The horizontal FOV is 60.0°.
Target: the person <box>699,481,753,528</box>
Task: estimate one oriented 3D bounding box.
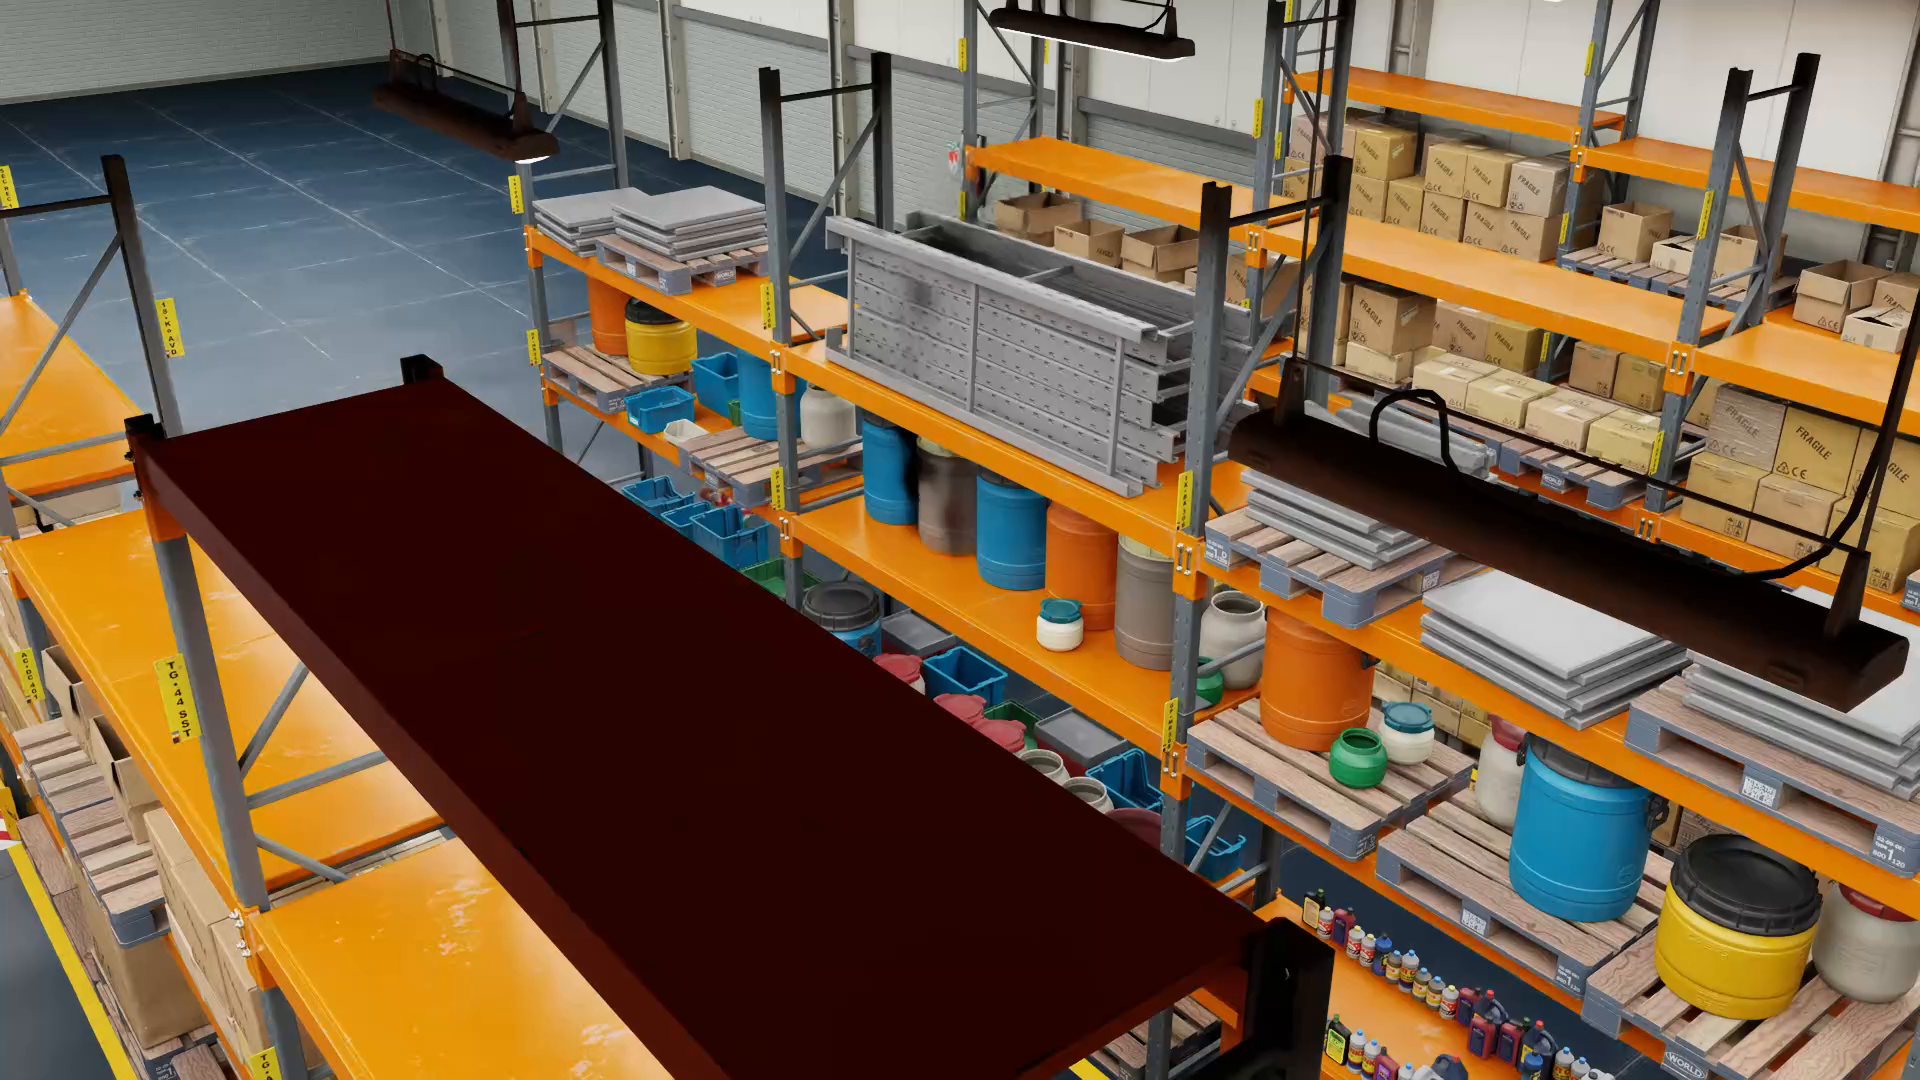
[{"bbox_3d":[-2.262,-0.286,16.901,0.798,1.748,0.526,-19,32,-34],"label":"person"}]
